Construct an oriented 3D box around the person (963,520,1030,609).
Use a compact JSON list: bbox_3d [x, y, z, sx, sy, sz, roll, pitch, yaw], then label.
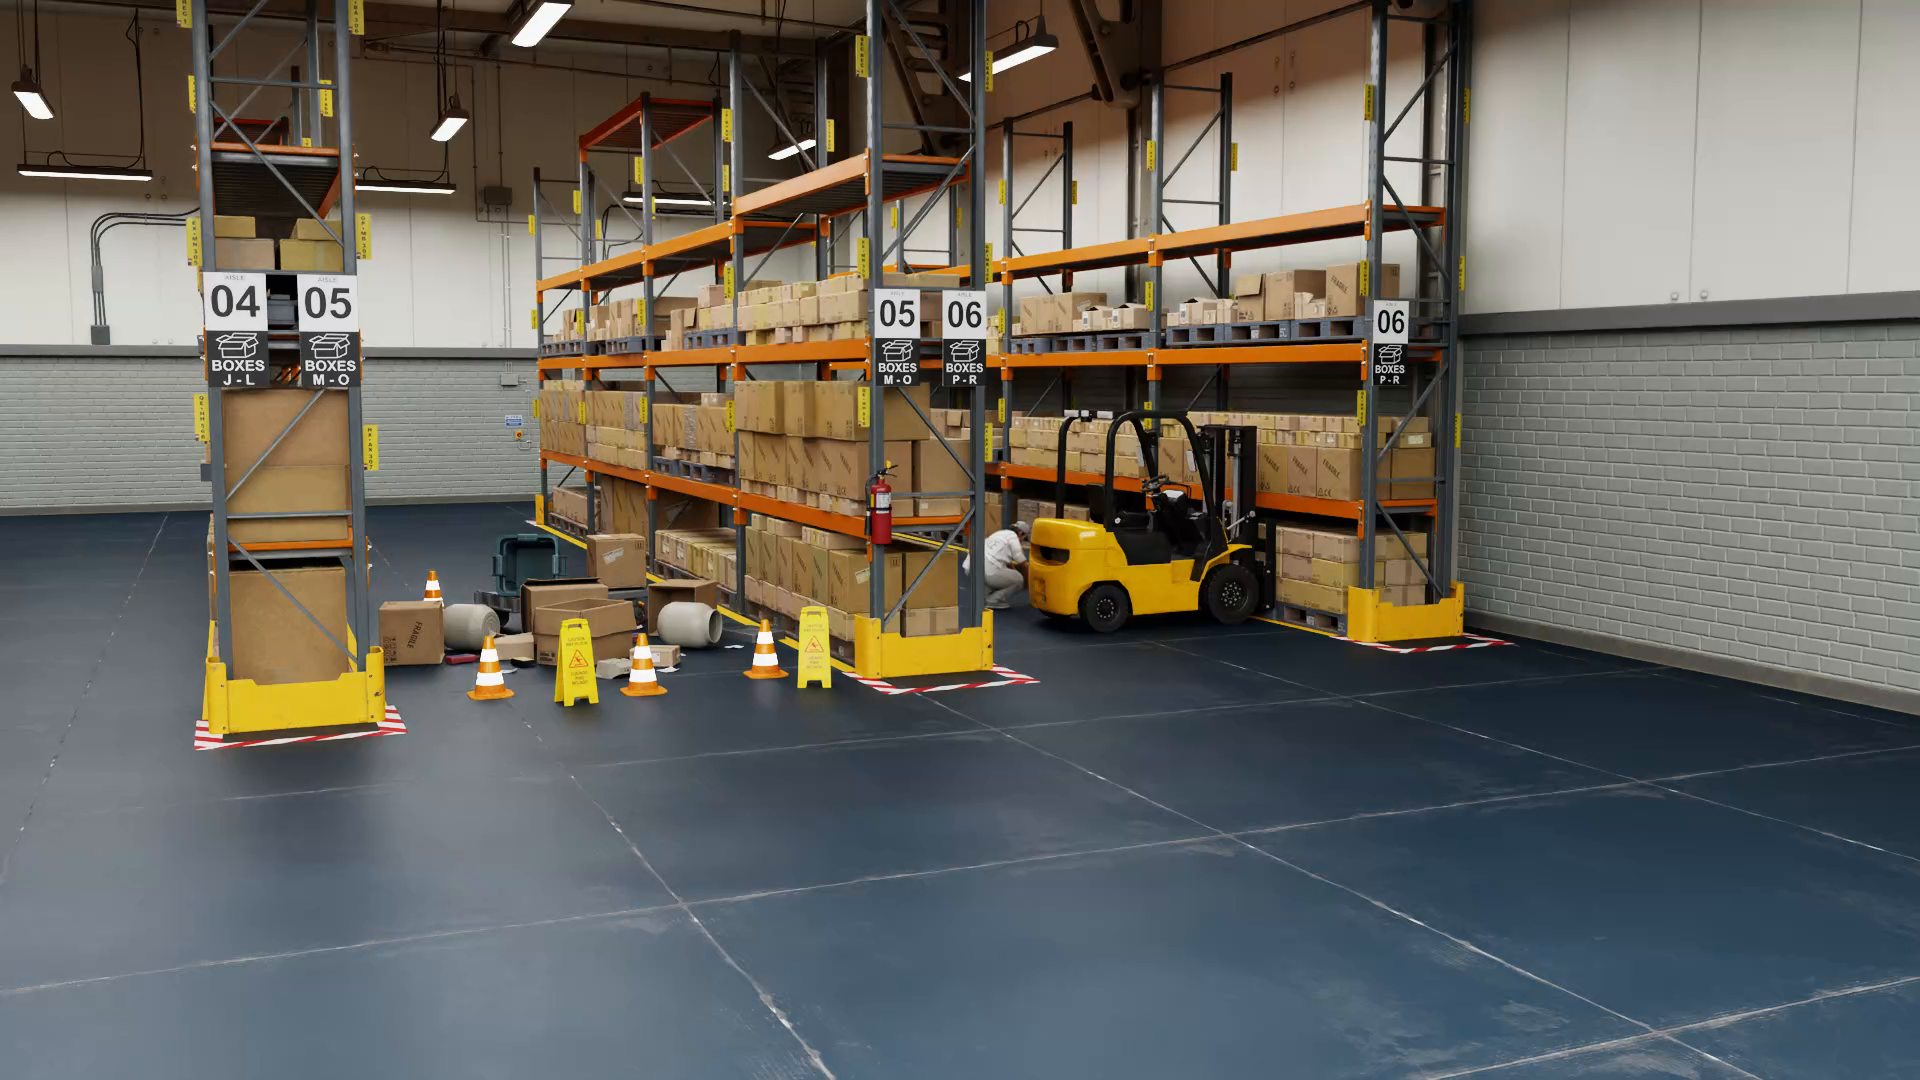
[{"bbox_3d":[0.455,0.268,18.082,0.844,0.939,0.516,-2,6,-24],"label":"person"}]
